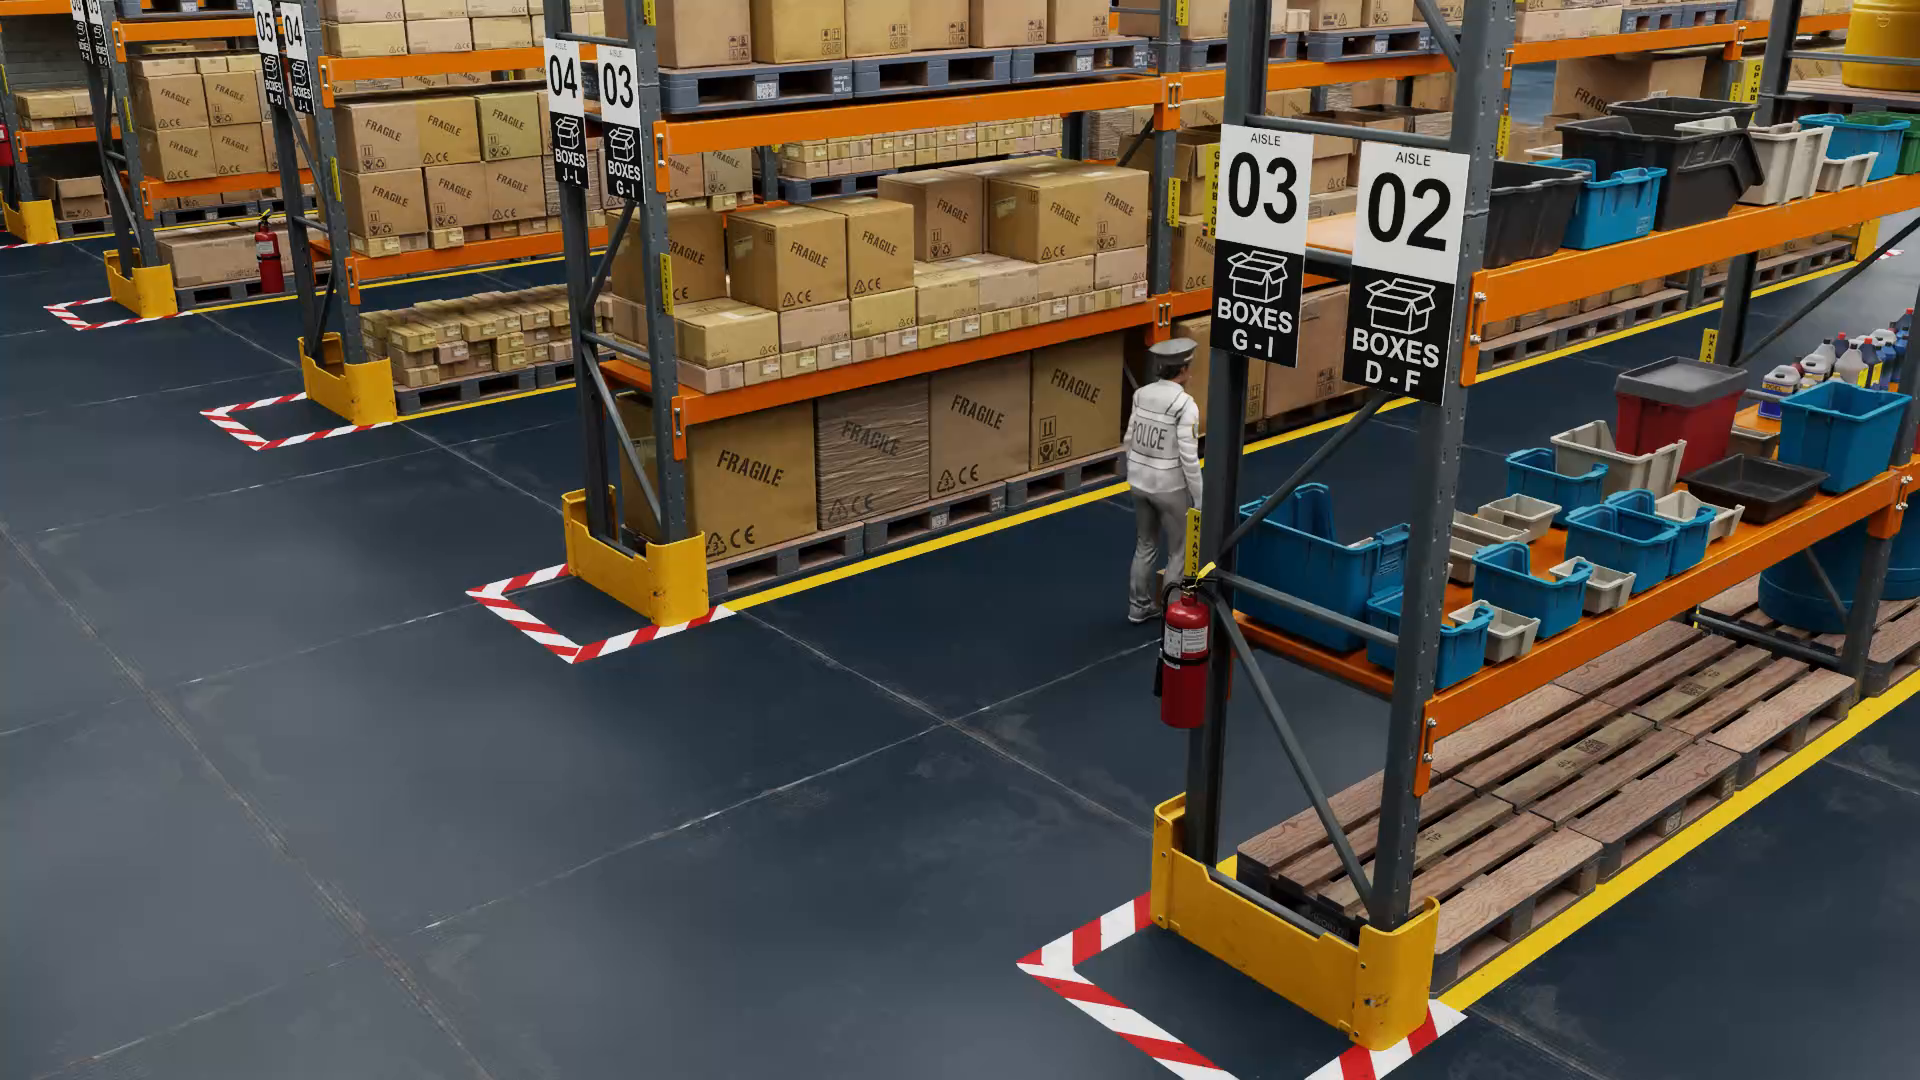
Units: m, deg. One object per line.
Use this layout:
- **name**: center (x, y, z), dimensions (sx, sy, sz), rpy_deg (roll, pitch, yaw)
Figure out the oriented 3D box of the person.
- **person**: center (1.144, -0.294, 9.337), dimensions (0.371, 1.664, 0.528), rpy_deg (-17, 27, -37)
